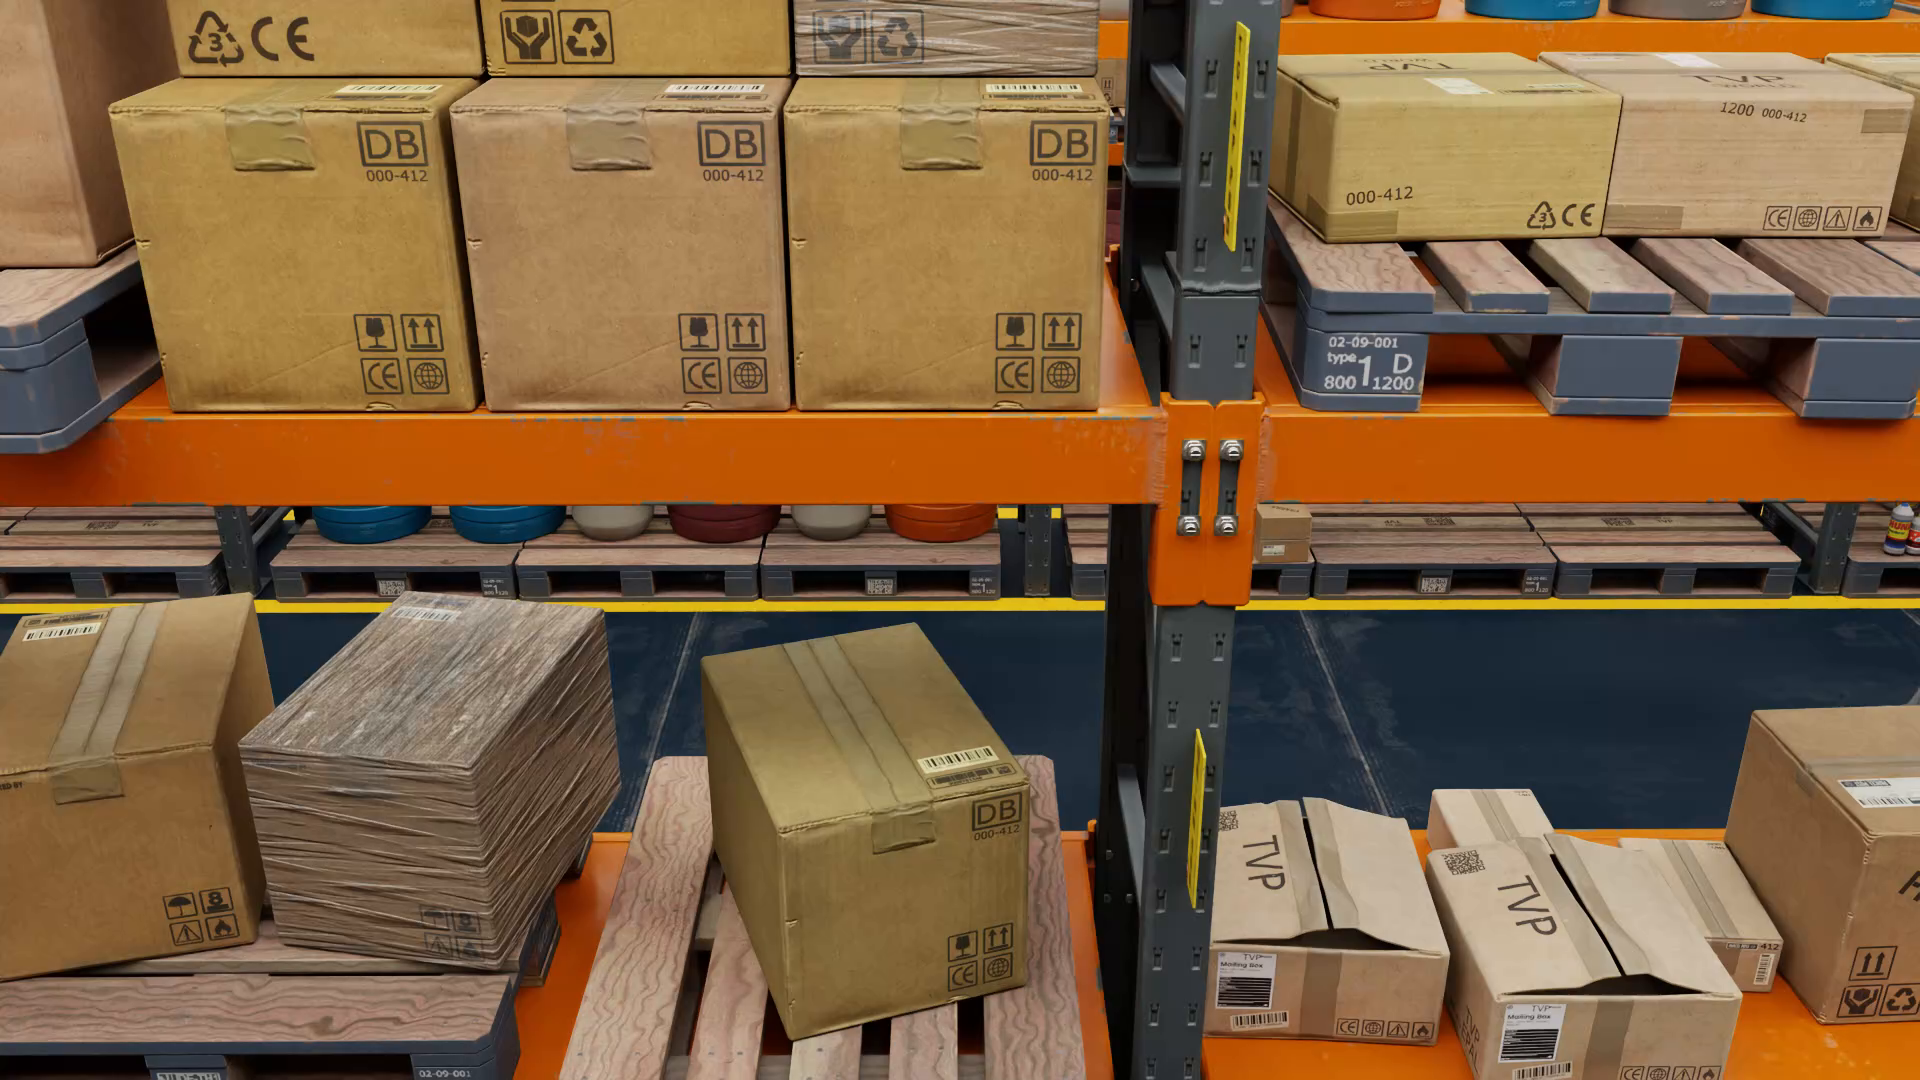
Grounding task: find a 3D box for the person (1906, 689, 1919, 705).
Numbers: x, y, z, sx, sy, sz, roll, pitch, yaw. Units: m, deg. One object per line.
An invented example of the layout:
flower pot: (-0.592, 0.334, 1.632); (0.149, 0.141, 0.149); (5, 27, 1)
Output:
person: (4.305, 0.238, 6.585); (0.799, 1.592, 0.424); (11, 27, 23)
